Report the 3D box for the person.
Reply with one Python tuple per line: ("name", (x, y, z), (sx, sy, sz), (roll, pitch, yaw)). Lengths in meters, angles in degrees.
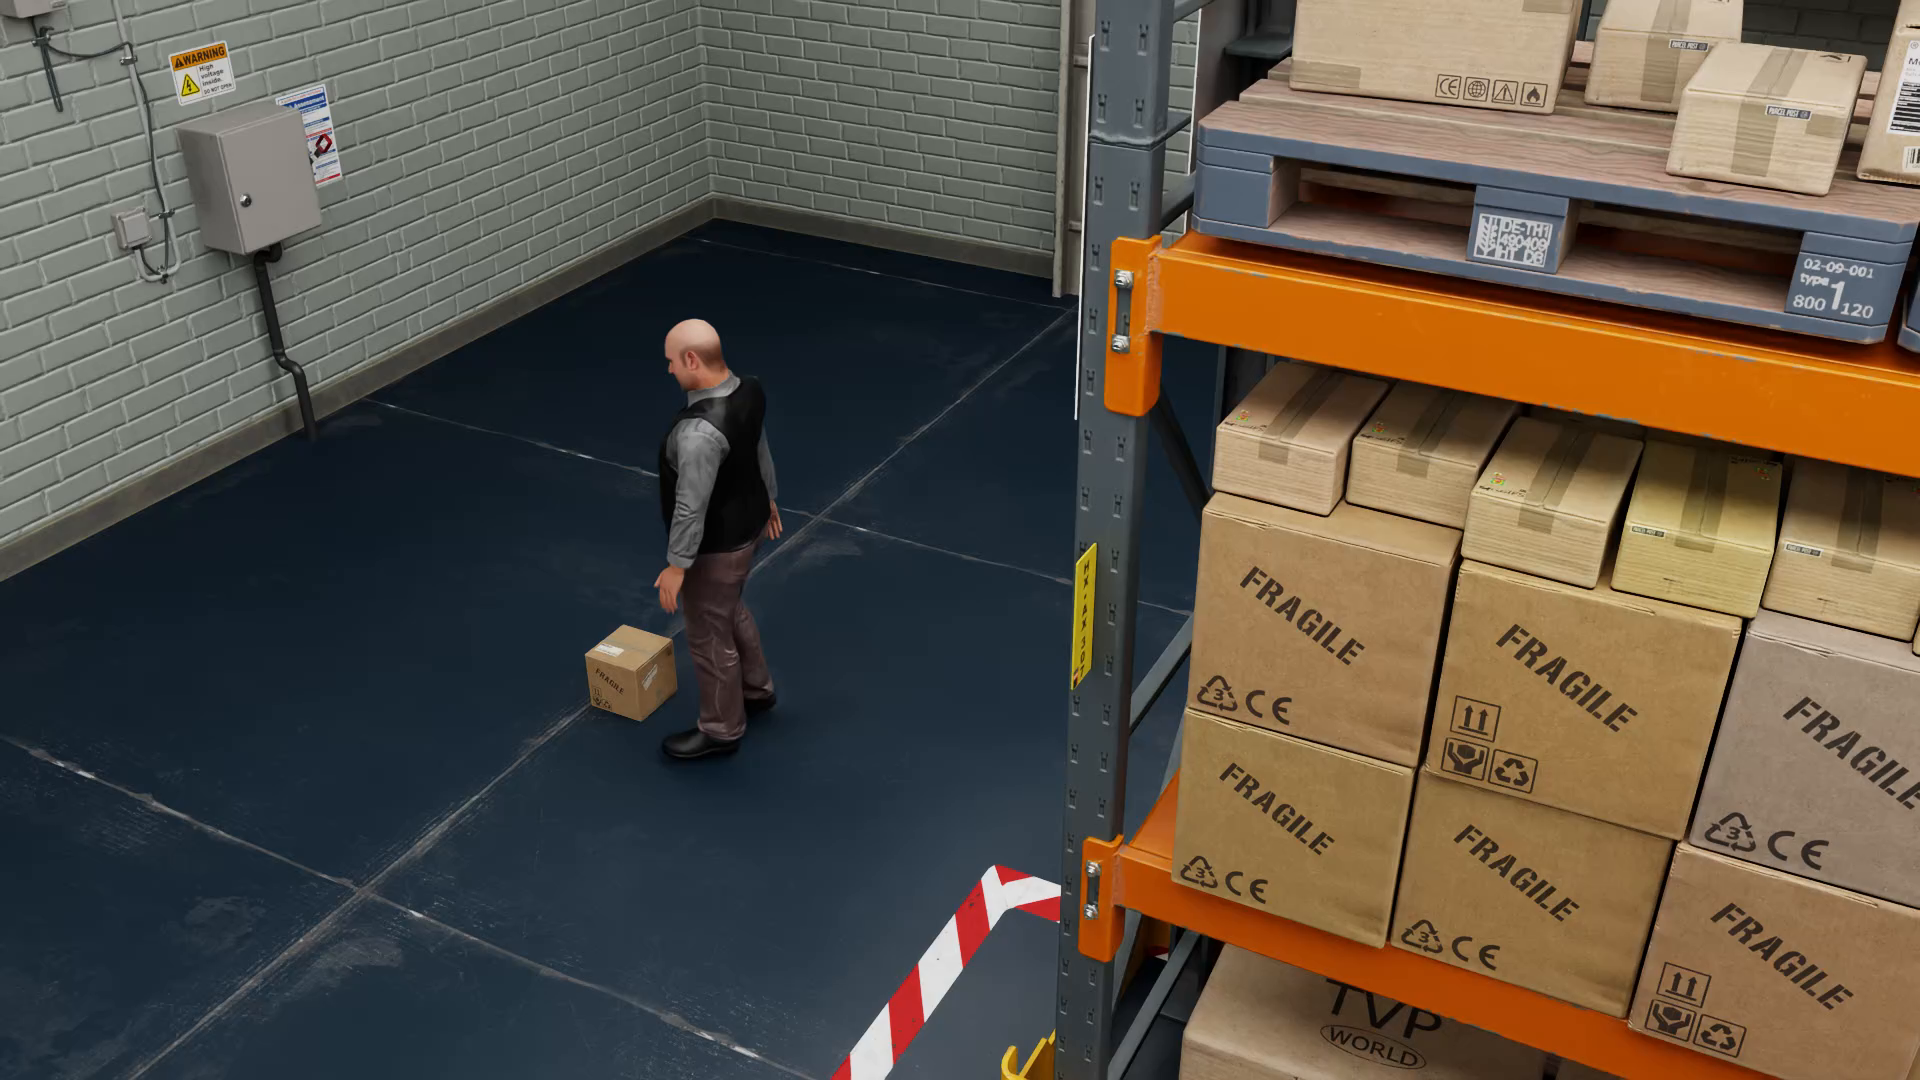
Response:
("person", (-0.916, 0.025, 6.113), (0.401, 1.761, 0.645), (6, 30, 11))
